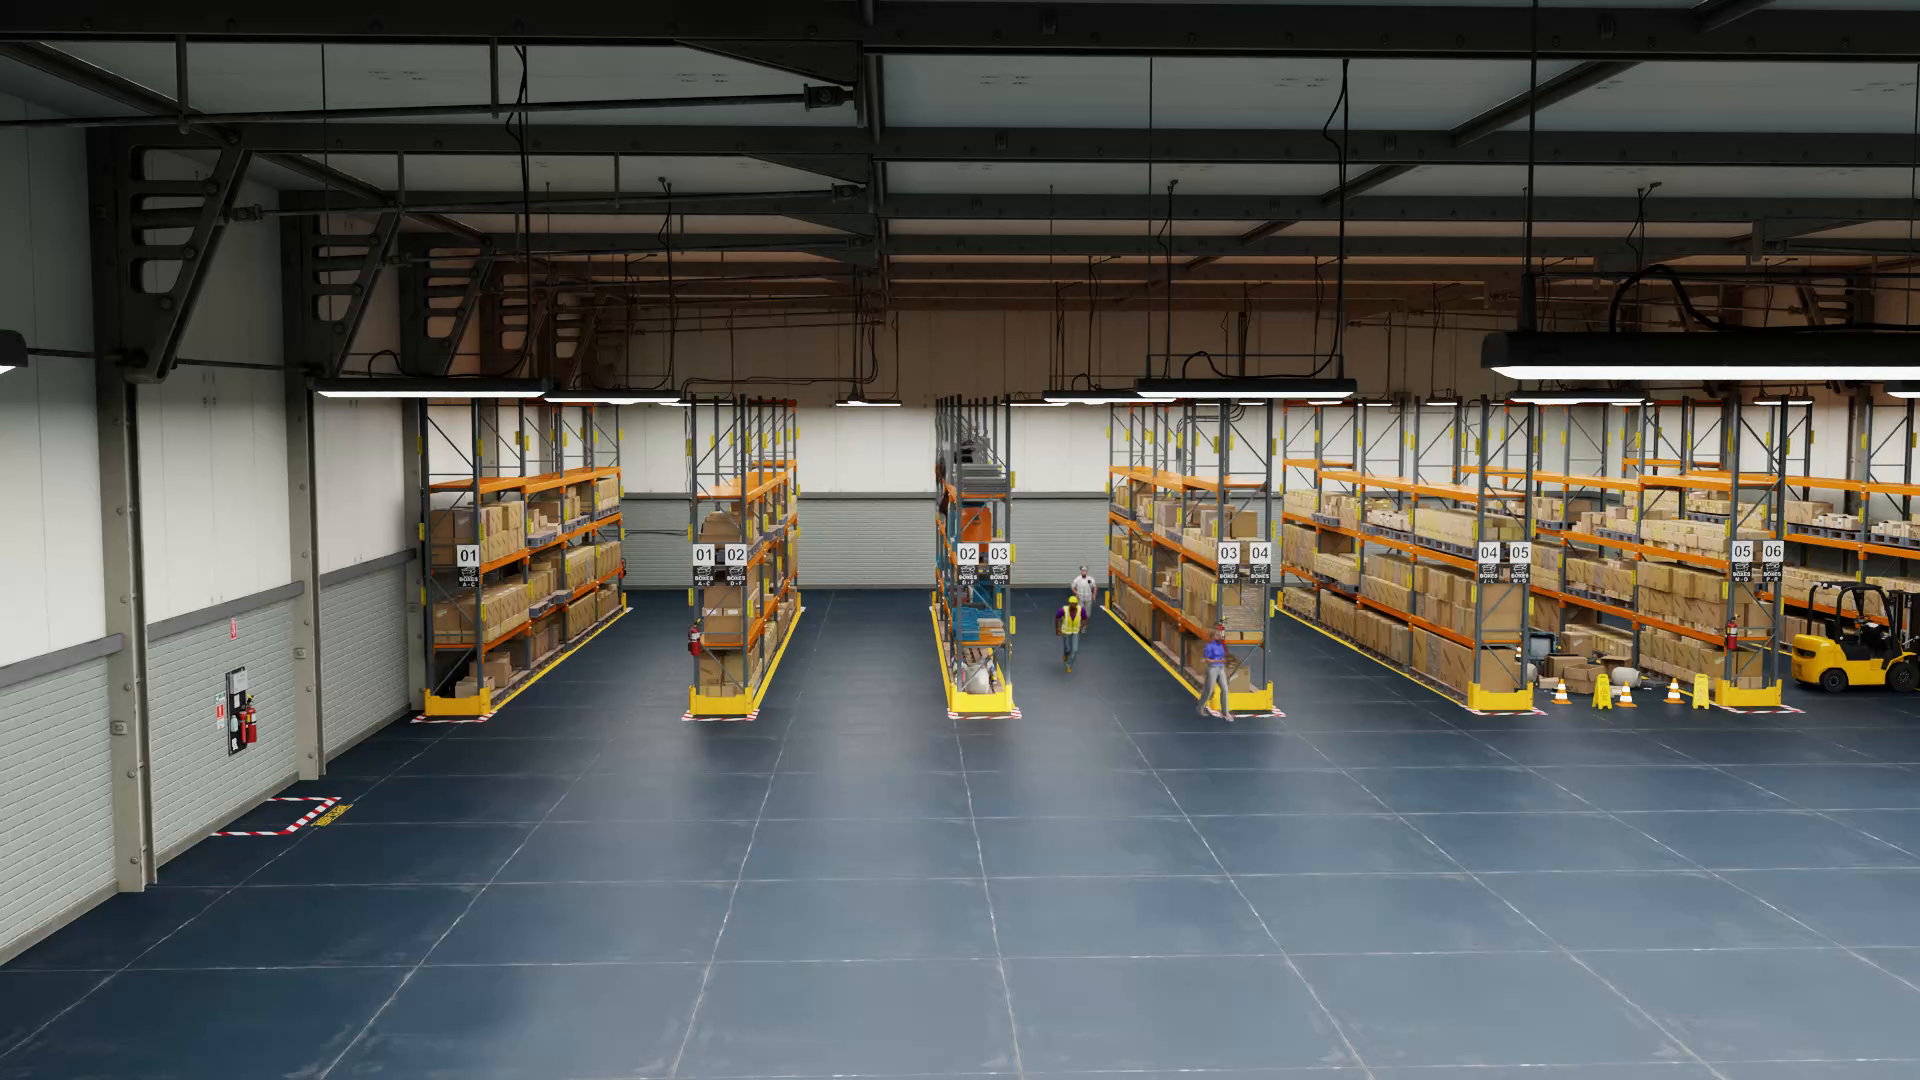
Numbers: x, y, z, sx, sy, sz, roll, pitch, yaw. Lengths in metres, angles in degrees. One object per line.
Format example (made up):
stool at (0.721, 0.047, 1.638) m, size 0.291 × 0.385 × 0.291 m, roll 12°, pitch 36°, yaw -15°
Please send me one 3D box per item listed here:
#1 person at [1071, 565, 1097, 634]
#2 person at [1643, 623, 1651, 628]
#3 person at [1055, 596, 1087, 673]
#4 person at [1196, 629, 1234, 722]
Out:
person at (3.183, 1.514, 42.628) m, size 0.665 × 1.741 × 0.603 m, roll 0°, pitch 5°, yaw 4°
person at (17.155, 1.606, 41.197) m, size 0.679 × 1.766 × 0.719 m, roll -1°, pitch 5°, yaw -8°
person at (2.419, 2.045, 36.297) m, size 0.697 × 1.693 × 0.839 m, roll -1°, pitch 5°, yaw -11°
person at (4.689, 2.465, 30.613) m, size 0.570 × 1.677 × 0.818 m, roll -3°, pitch 6°, yaw -37°
